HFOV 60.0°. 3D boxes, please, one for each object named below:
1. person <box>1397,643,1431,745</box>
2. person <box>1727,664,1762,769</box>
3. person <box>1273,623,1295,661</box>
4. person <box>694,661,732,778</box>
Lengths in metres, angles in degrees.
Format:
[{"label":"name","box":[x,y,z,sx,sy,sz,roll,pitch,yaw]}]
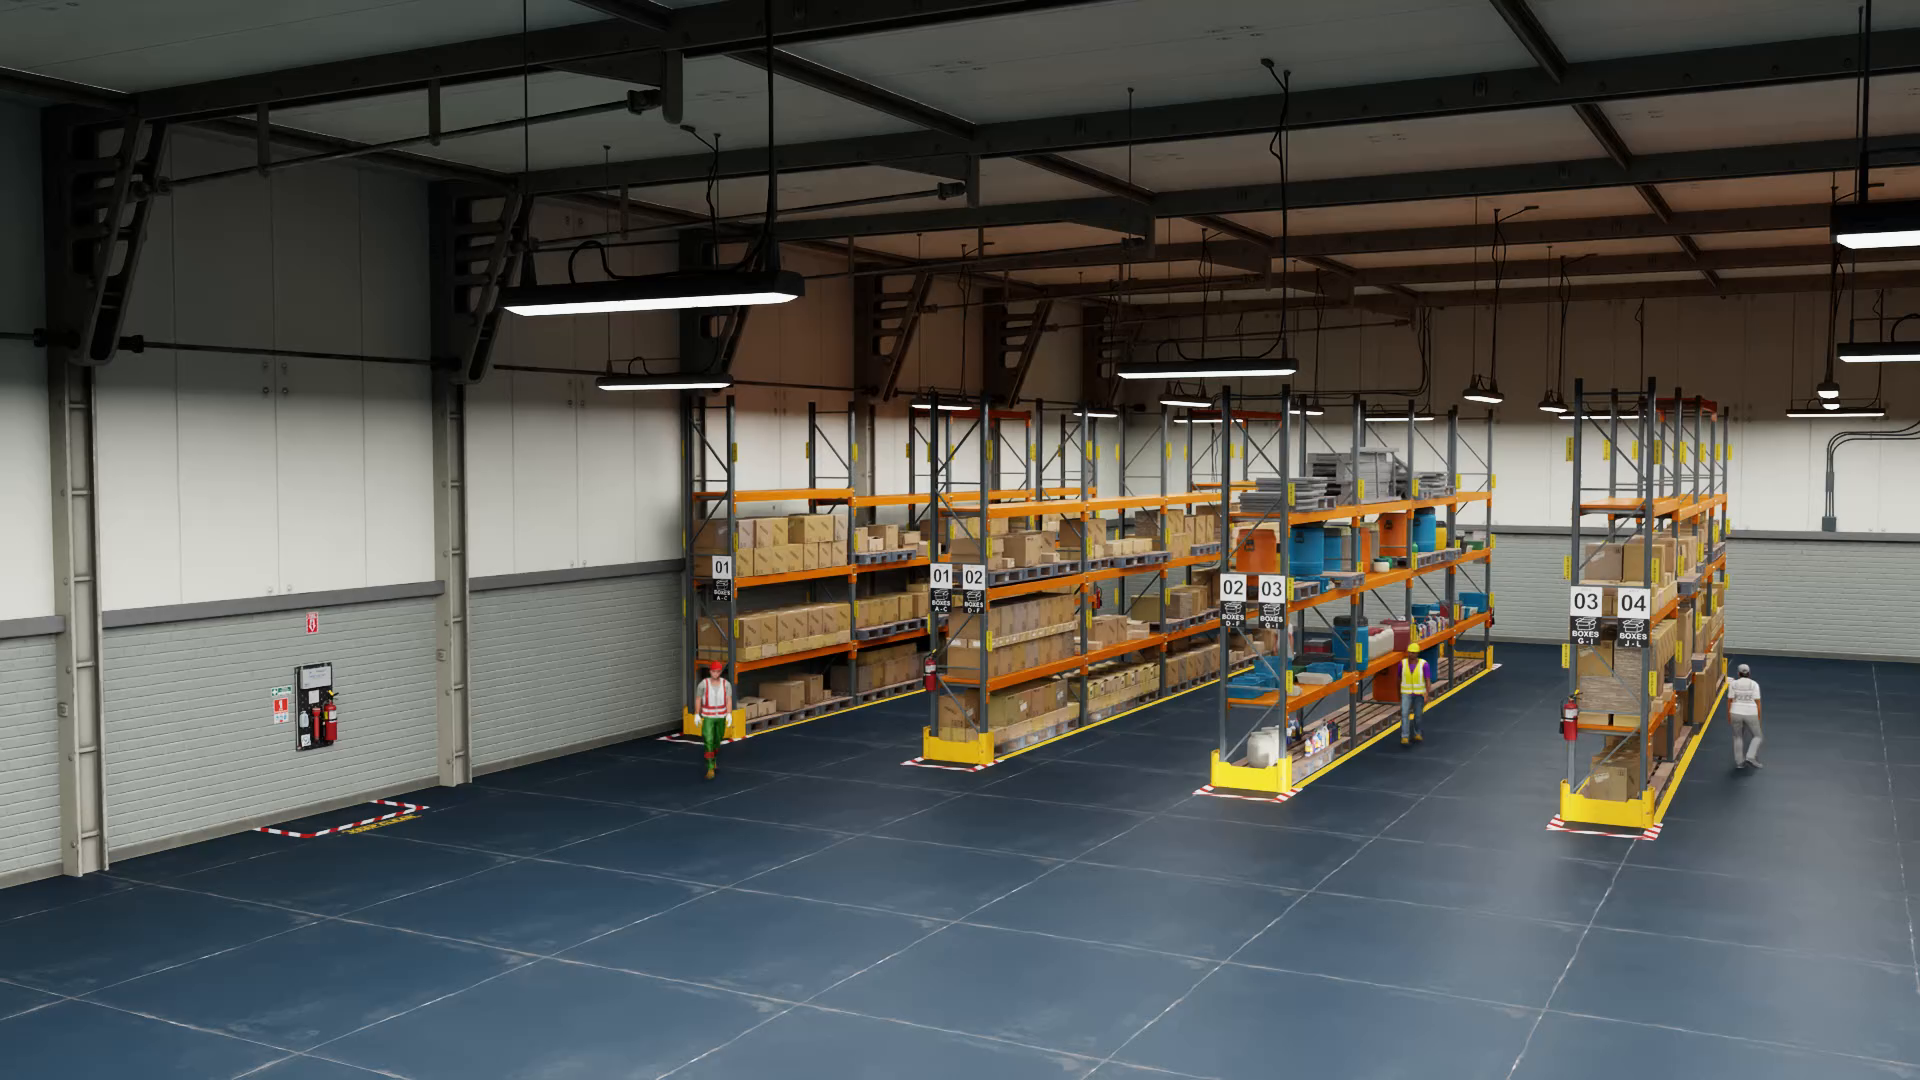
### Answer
[{"label":"person","box":[7.749,2.626,28.437,0.588,1.710,1.044,1,3,19]},{"label":"person","box":[12.395,2.796,26.251,0.541,1.662,0.513,2,3,31]},{"label":"person","box":[6.881,2.315,35.322,0.501,1.669,0.531,2,4,37]},{"label":"person","box":[-3.800,2.744,25.775,0.562,1.741,0.941,-1,3,-26]}]
